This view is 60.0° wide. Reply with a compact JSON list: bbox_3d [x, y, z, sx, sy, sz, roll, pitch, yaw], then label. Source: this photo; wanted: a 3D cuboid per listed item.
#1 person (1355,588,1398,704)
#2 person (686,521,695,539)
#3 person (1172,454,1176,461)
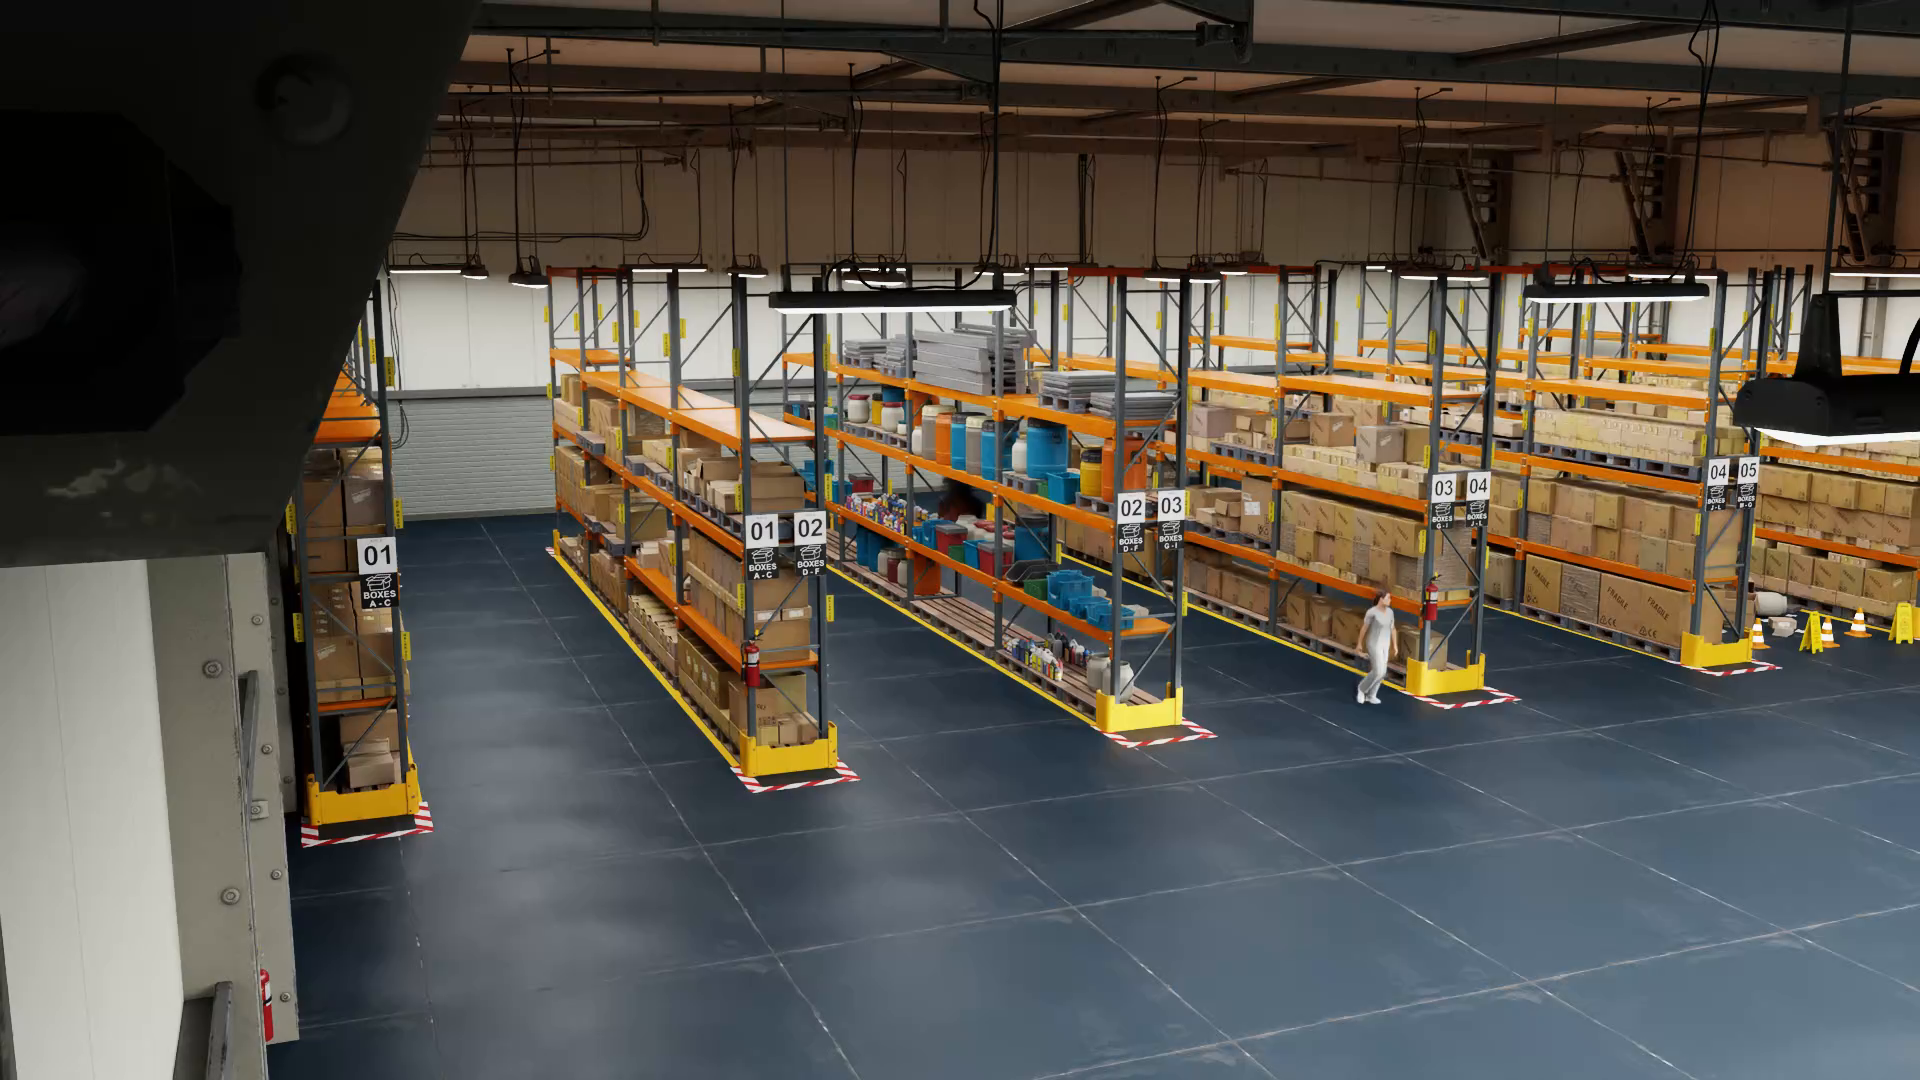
[{"bbox_3d":[5.840,1.476,23.255,0.517,1.628,0.464,-6,11,-30],"label":"person"},{"bbox_3d":[-5.695,-0.432,34.425,0.627,1.691,0.753,-8,12,-37],"label":"person"},{"bbox_3d":[5.487,-1.740,41.535,0.872,1.803,0.661,-1,10,-7],"label":"person"}]
